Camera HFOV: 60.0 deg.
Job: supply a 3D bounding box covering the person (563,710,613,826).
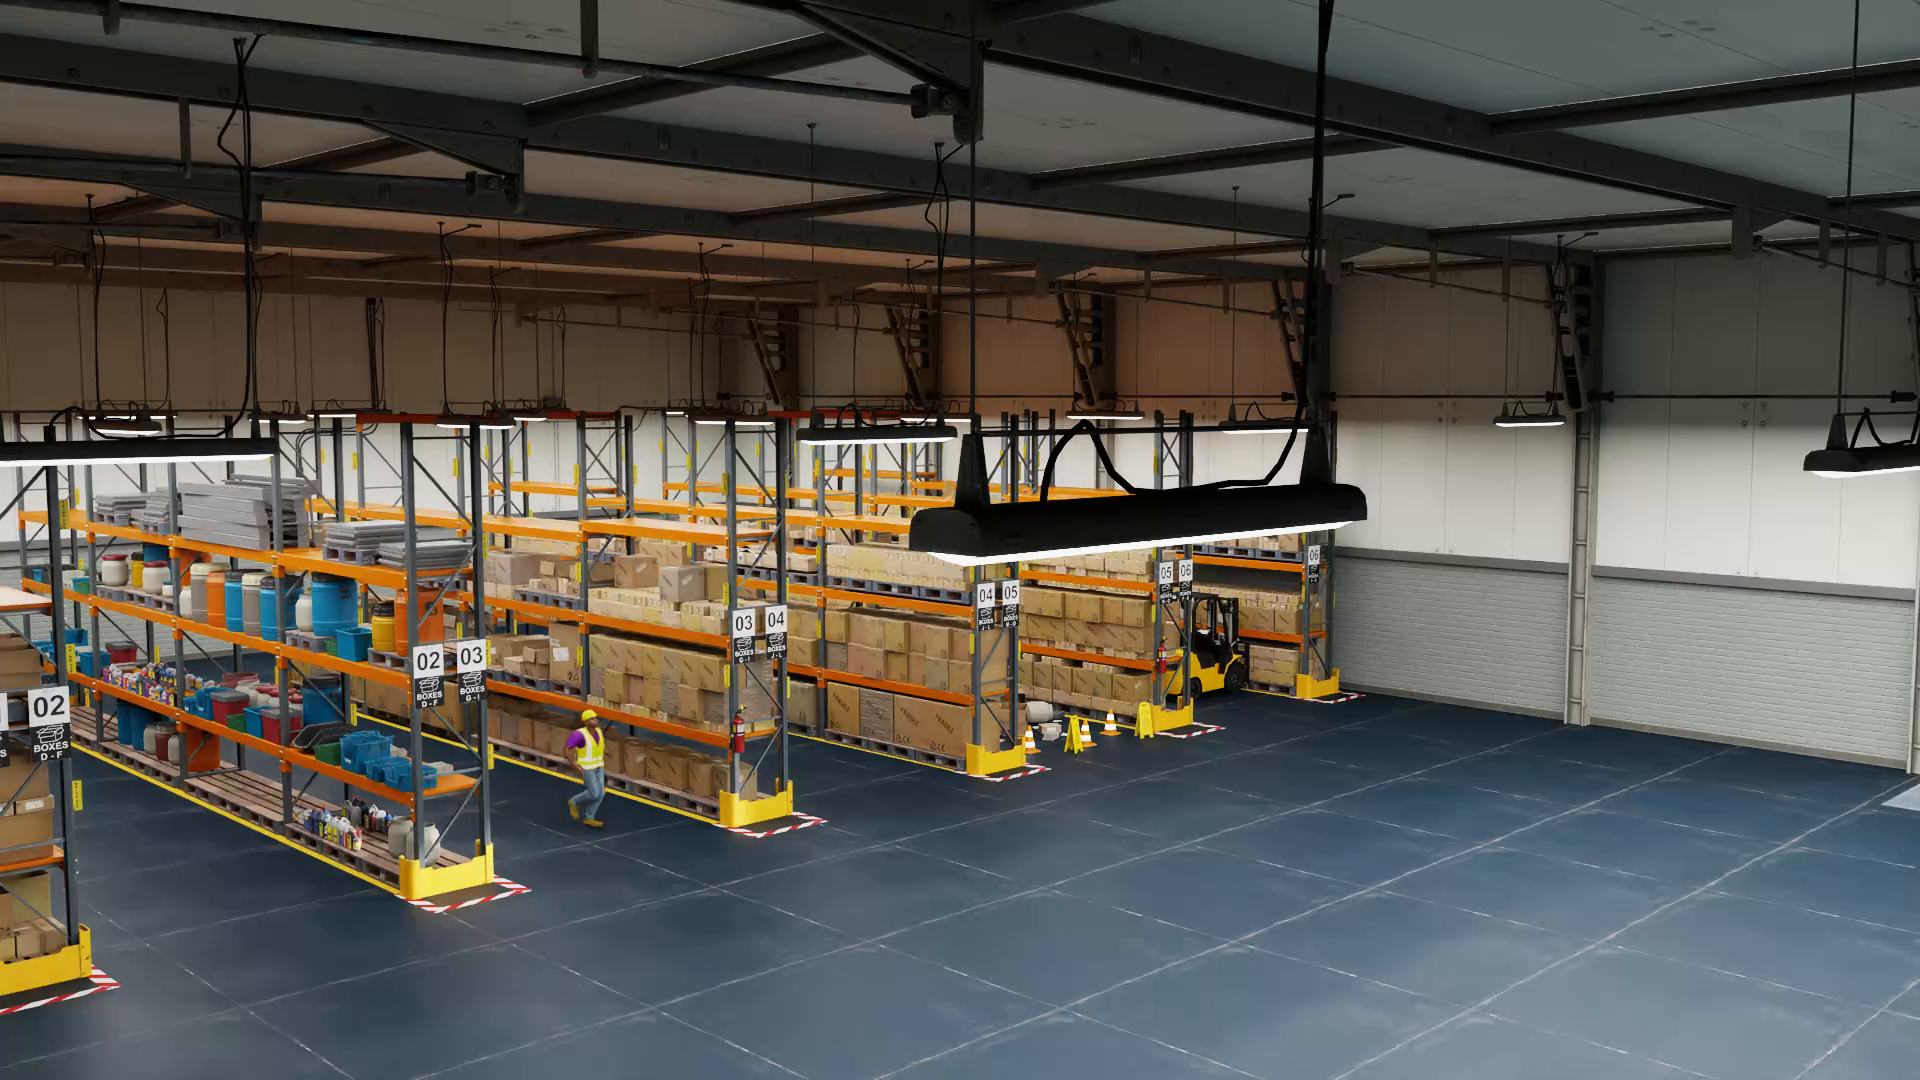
[{"bbox_3d":[-5.435,3.352,24.445,0.594,1.726,0.730,3,6,32],"label":"person"}]
